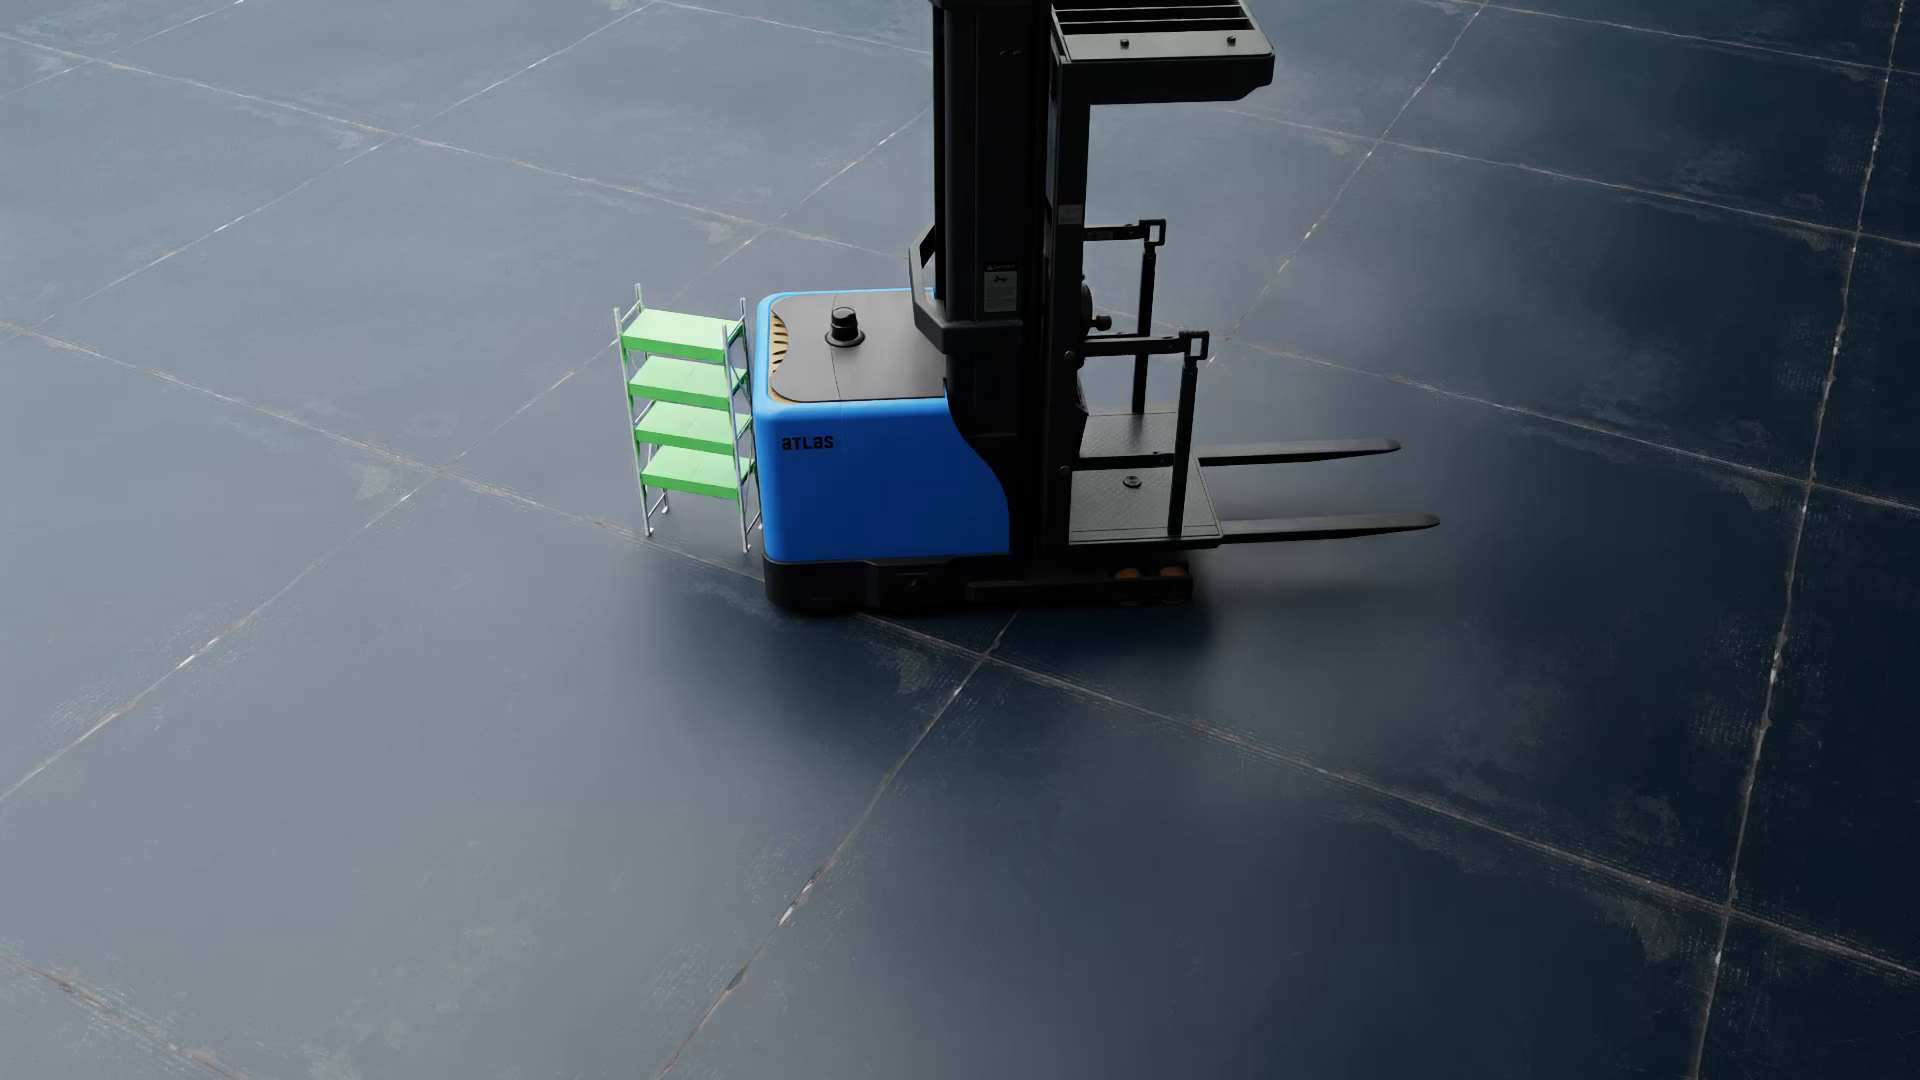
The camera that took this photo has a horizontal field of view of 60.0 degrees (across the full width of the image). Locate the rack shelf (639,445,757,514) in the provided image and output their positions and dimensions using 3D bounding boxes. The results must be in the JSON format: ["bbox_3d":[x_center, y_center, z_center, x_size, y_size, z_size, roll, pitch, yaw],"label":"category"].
[{"bbox_3d":[-1.194,-0.286,7.637,0.480,0.148,0.258,9,38,12],"label":"rack shelf"}]

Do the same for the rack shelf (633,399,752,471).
[{"bbox_3d":[-1.194,-0.477,7.492,0.480,0.148,0.258,9,38,12],"label":"rack shelf"}]

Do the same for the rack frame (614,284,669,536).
[{"bbox_3d":[-1.430,-0.567,7.505,0.015,1.200,0.240,9,38,12],"label":"rack frame"}]

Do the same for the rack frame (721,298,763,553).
[{"bbox_3d":[-0.959,-0.489,7.402,0.015,1.200,0.240,9,38,12],"label":"rack frame"}]

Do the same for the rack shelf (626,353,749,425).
[{"bbox_3d":[-1.194,-0.668,7.347,0.480,0.148,0.258,9,38,12],"label":"rack shelf"}]

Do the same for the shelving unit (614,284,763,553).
[{"bbox_3d":[-1.194,-0.528,7.453,0.503,1.200,0.258,9,38,12],"label":"shelving unit"}]

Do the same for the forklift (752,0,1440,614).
[{"bbox_3d":[0.625,-1.196,6.901,3.031,2.935,1.130,-3,37,-3],"label":"forklift"}]

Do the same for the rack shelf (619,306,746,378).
[{"bbox_3d":[-1.194,-0.859,7.202,0.480,0.148,0.258,9,38,12],"label":"rack shelf"}]
